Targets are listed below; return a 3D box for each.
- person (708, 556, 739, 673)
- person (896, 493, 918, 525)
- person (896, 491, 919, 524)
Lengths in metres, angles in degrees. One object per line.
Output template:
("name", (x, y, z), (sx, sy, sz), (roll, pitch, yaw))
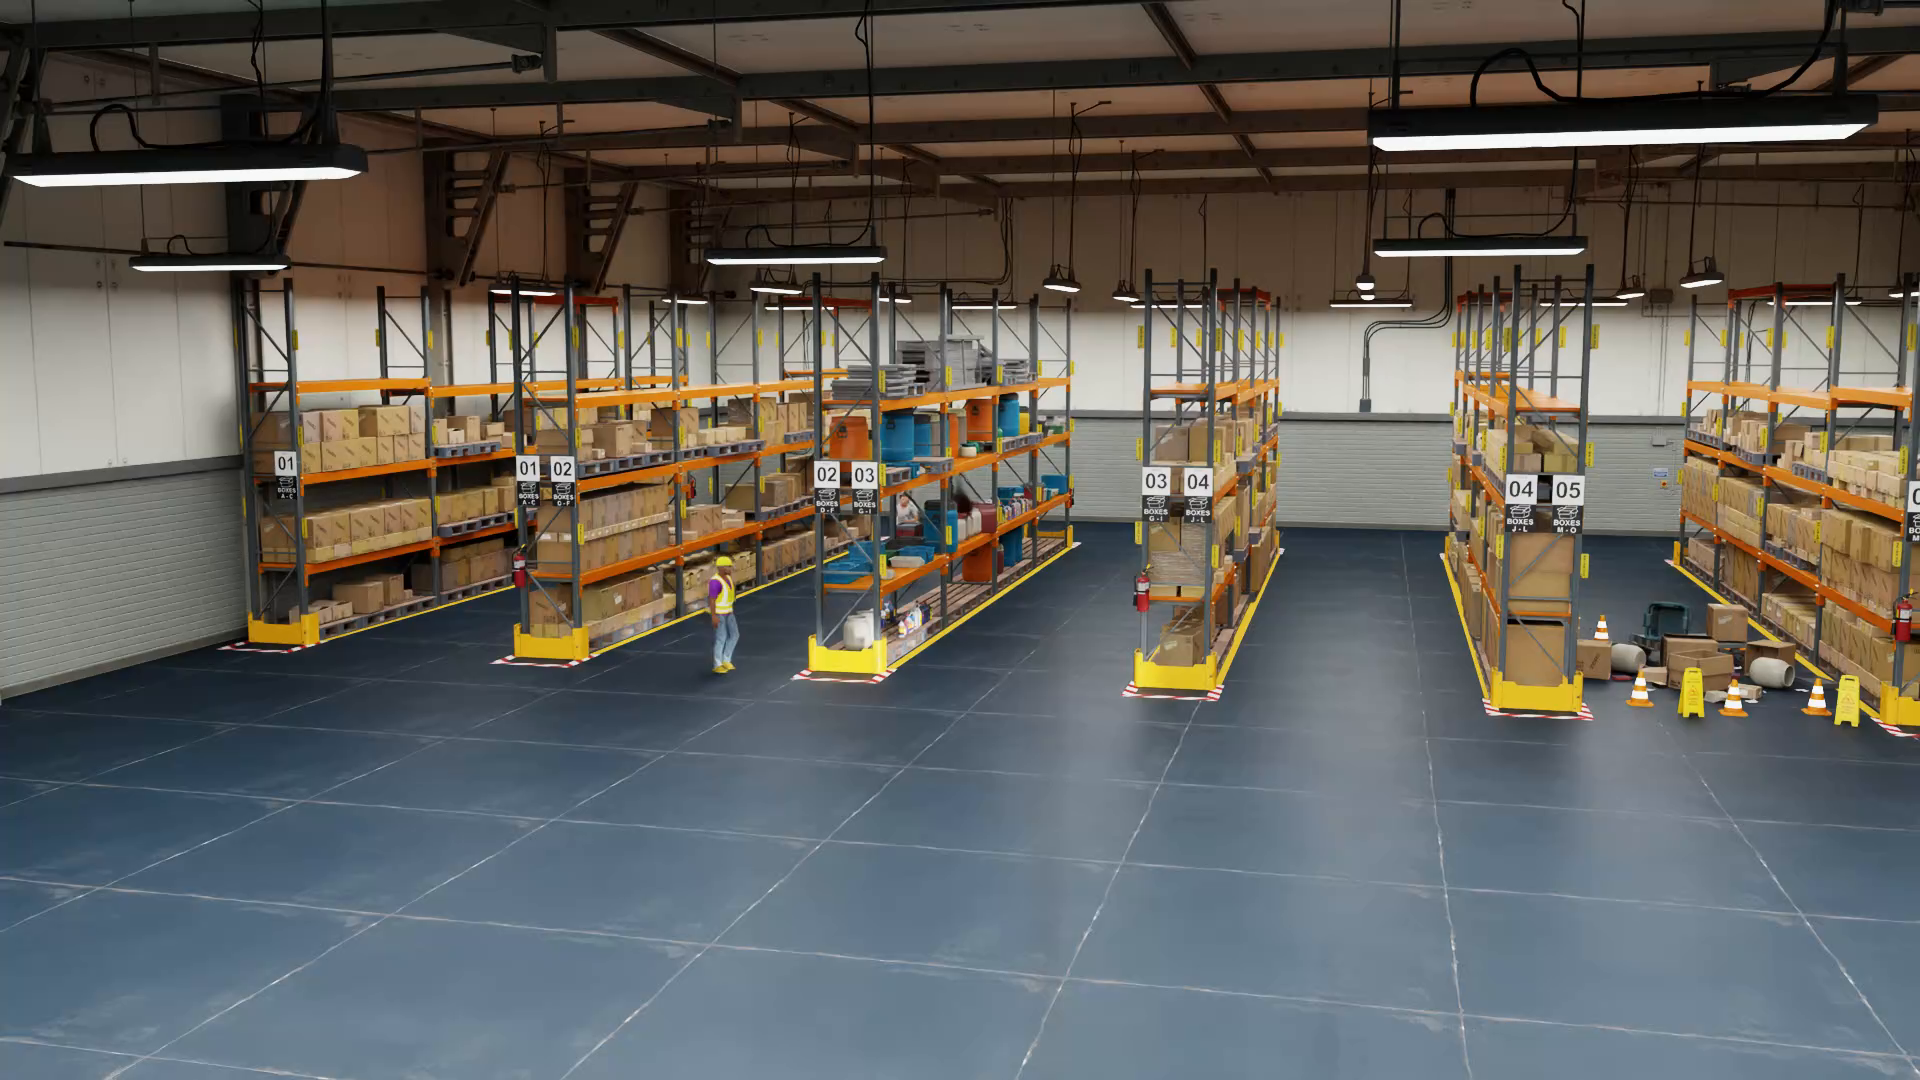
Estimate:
("person", (-3.603, 1.142, 25.182), (0.409, 1.802, 0.712), (2, 7, 20))
("person", (-1.140, -0.154, 34.367), (0.595, 1.681, 0.833), (2, 7, 17))
("person", (-1.191, -0.303, 37.488), (0.500, 1.632, 0.952), (1, 7, 8))
